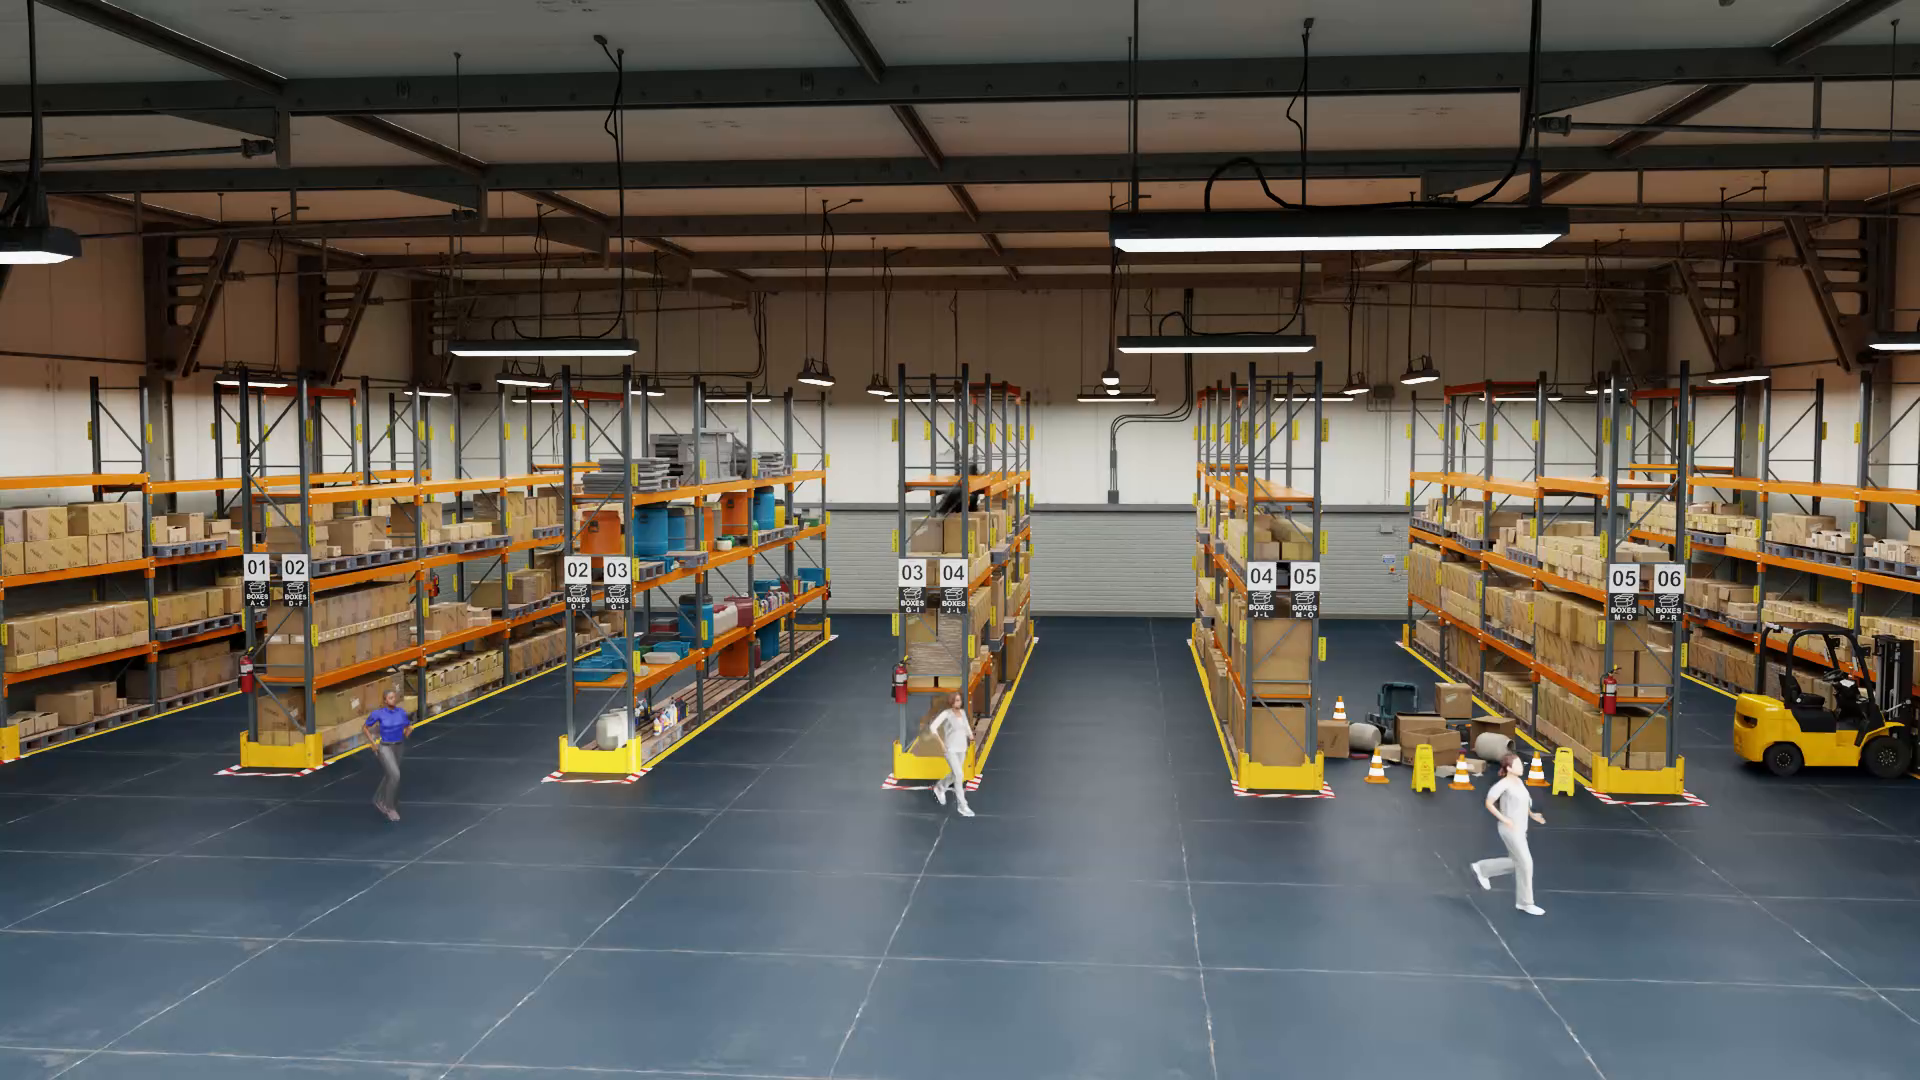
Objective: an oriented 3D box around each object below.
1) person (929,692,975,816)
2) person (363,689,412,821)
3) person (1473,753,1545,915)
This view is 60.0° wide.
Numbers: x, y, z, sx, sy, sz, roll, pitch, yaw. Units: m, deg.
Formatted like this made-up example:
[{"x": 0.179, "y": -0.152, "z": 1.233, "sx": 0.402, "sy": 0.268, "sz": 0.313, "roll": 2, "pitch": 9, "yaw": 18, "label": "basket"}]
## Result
[{"x": -0.099, "y": 2.788, "z": 21.887, "sx": 0.546, "sy": 1.600, "sz": 0.819, "roll": -4, "pitch": 5, "yaw": -44, "label": "person"}, {"x": -7.440, "y": 2.800, "z": 21.706, "sx": 0.735, "sy": 1.706, "sz": 0.554, "roll": 3, "pitch": 4, "yaw": 35, "label": "person"}, {"x": 5.772, "y": 3.065, "z": 17.521, "sx": 0.818, "sy": 1.660, "sz": 0.566, "roll": 3, "pitch": 5, "yaw": 43, "label": "person"}]
